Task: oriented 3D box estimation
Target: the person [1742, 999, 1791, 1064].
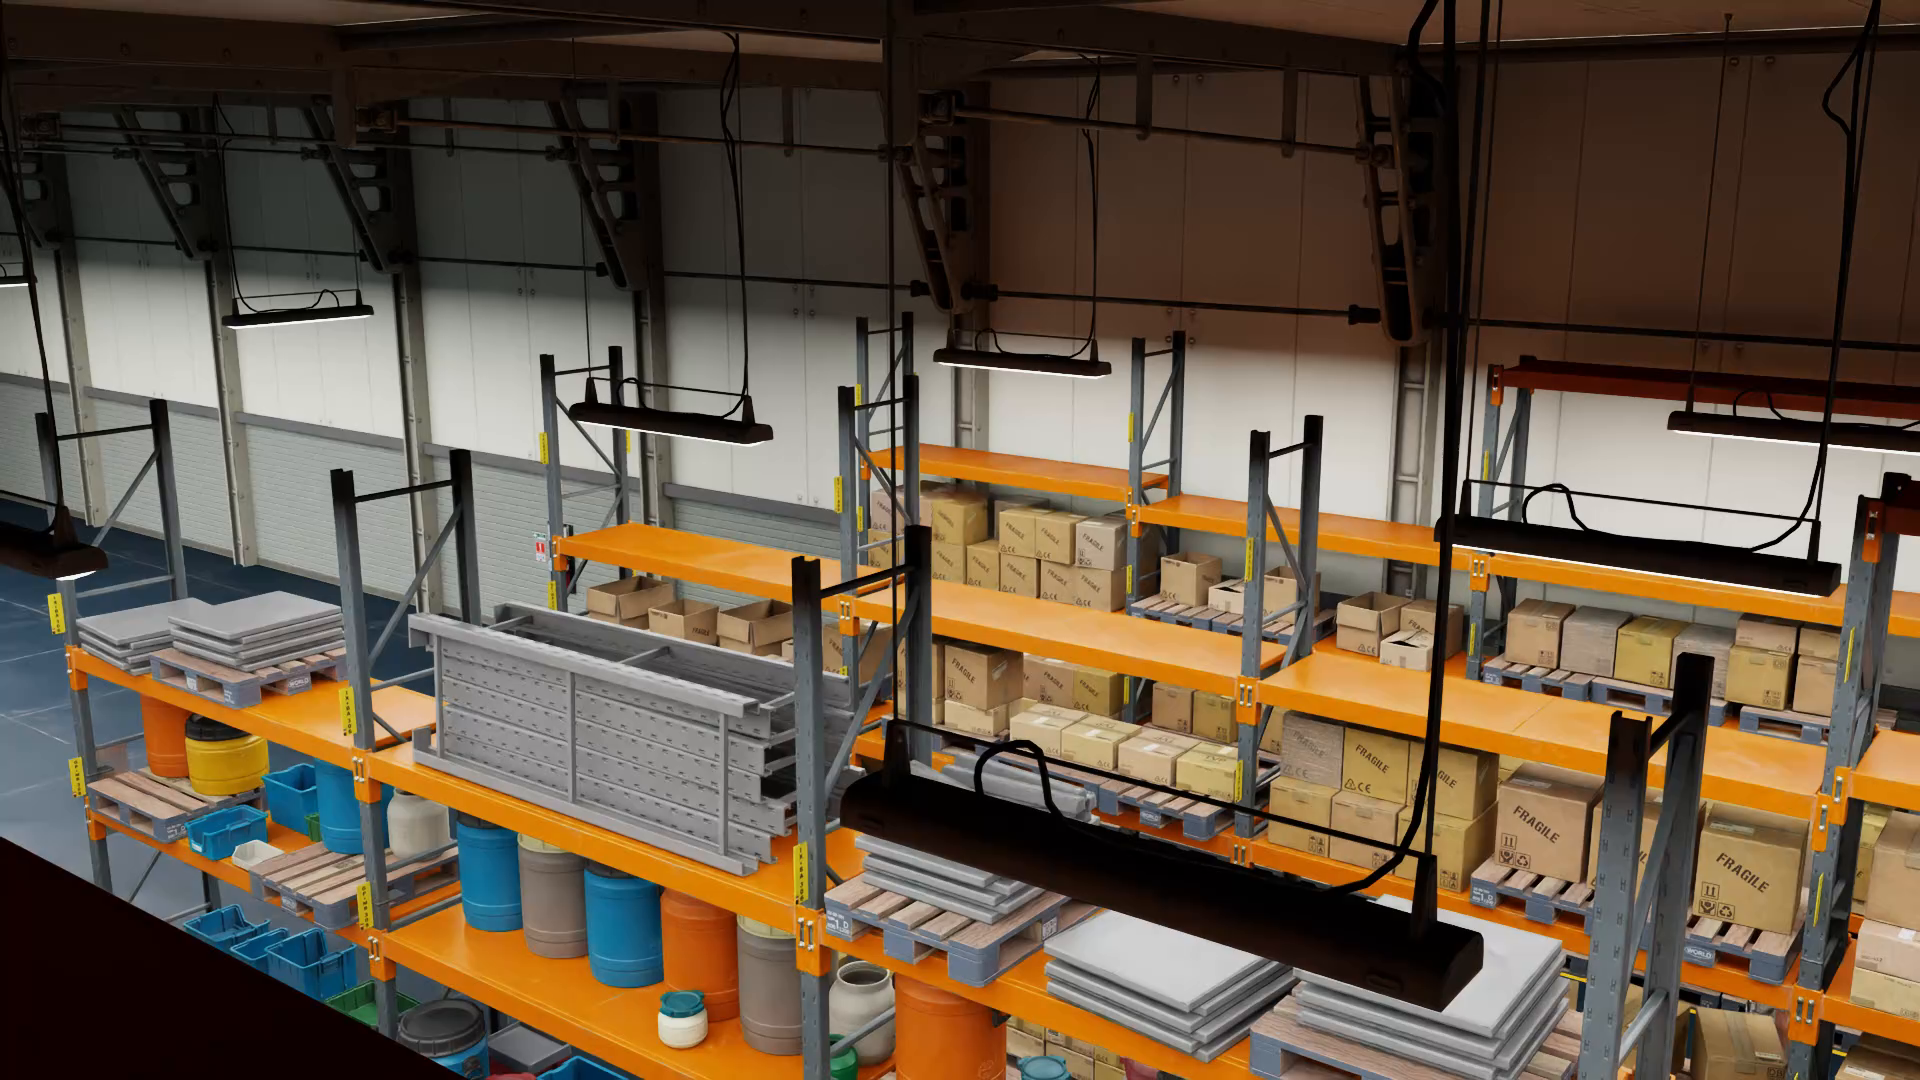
[{"bbox_3d":[6.755,4.052,13.914,1.099,1.697,0.595,9,16,33],"label":"person"}]
